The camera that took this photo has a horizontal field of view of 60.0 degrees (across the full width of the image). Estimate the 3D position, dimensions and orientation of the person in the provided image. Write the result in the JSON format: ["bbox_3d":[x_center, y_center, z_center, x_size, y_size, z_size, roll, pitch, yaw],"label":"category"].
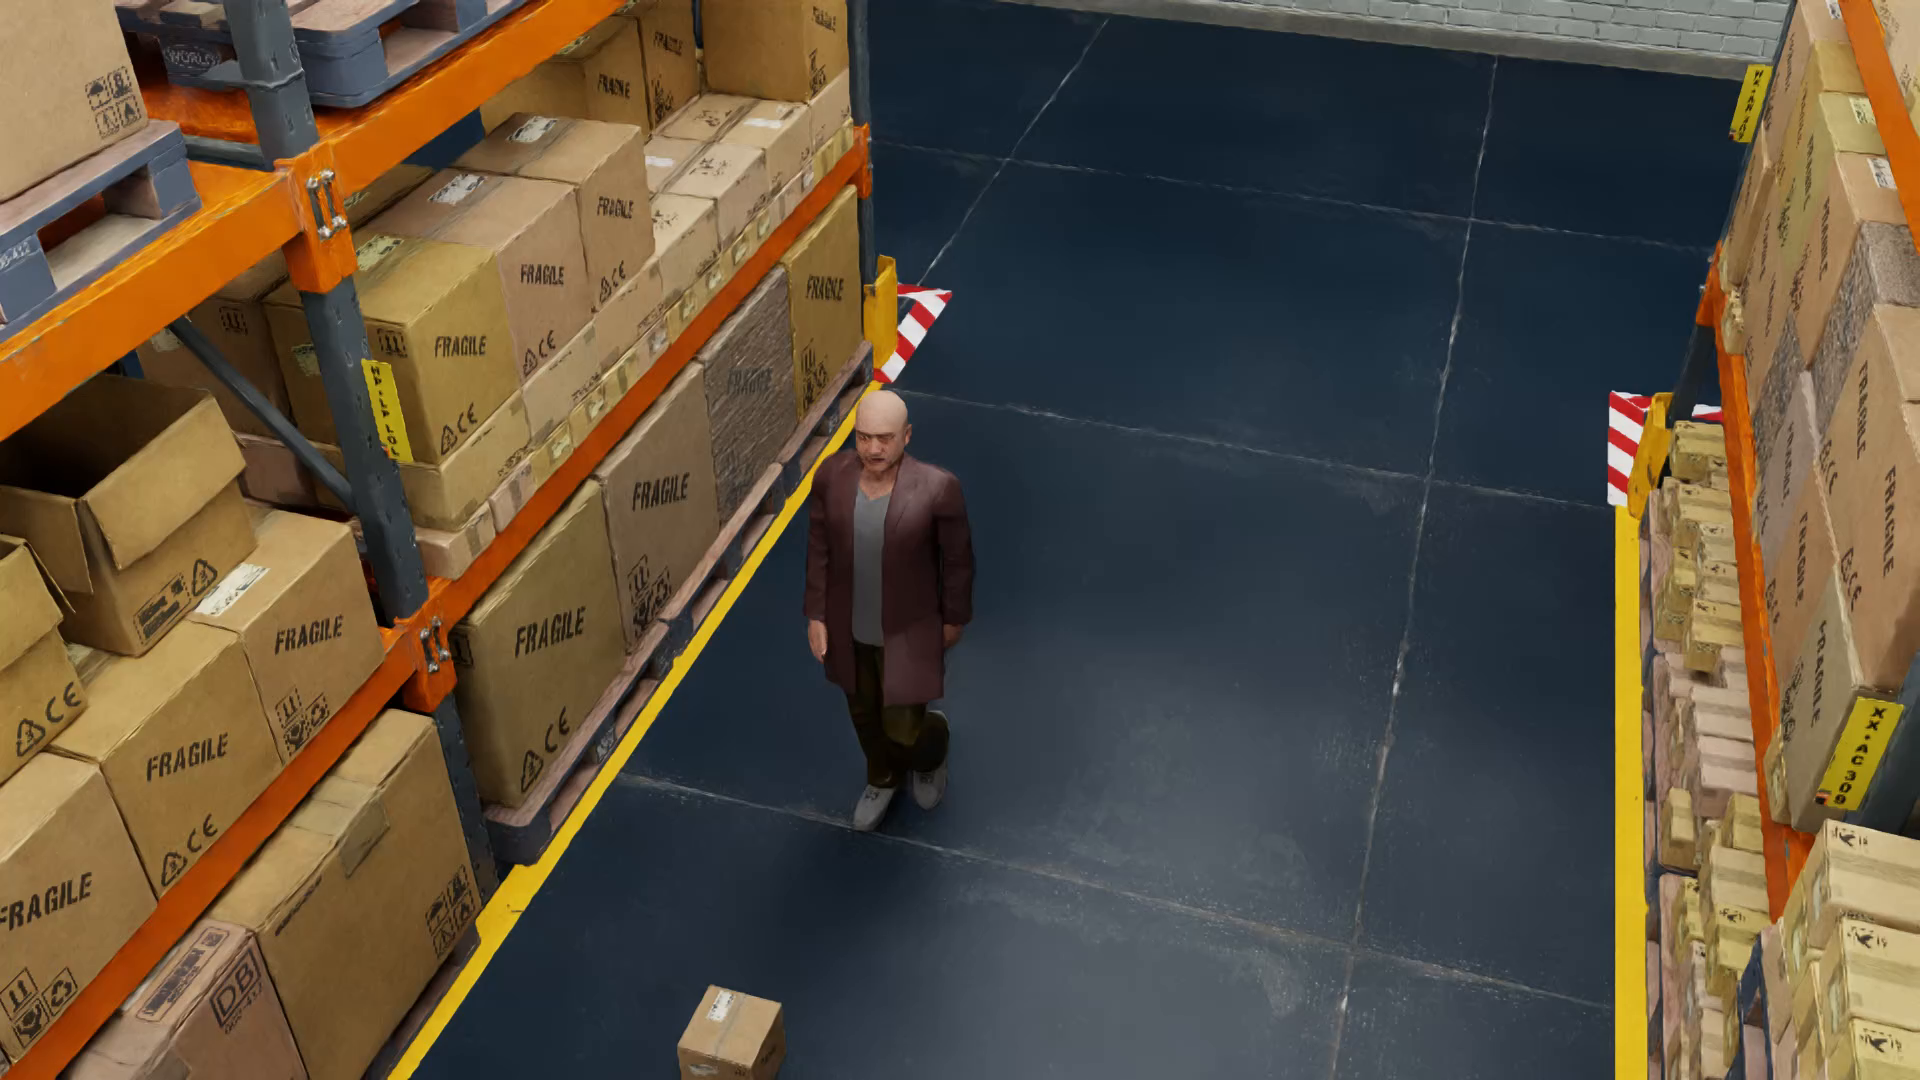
[{"bbox_3d":[-0.262,0.288,5.746,0.571,1.783,0.518,13,39,17],"label":"person"}]
